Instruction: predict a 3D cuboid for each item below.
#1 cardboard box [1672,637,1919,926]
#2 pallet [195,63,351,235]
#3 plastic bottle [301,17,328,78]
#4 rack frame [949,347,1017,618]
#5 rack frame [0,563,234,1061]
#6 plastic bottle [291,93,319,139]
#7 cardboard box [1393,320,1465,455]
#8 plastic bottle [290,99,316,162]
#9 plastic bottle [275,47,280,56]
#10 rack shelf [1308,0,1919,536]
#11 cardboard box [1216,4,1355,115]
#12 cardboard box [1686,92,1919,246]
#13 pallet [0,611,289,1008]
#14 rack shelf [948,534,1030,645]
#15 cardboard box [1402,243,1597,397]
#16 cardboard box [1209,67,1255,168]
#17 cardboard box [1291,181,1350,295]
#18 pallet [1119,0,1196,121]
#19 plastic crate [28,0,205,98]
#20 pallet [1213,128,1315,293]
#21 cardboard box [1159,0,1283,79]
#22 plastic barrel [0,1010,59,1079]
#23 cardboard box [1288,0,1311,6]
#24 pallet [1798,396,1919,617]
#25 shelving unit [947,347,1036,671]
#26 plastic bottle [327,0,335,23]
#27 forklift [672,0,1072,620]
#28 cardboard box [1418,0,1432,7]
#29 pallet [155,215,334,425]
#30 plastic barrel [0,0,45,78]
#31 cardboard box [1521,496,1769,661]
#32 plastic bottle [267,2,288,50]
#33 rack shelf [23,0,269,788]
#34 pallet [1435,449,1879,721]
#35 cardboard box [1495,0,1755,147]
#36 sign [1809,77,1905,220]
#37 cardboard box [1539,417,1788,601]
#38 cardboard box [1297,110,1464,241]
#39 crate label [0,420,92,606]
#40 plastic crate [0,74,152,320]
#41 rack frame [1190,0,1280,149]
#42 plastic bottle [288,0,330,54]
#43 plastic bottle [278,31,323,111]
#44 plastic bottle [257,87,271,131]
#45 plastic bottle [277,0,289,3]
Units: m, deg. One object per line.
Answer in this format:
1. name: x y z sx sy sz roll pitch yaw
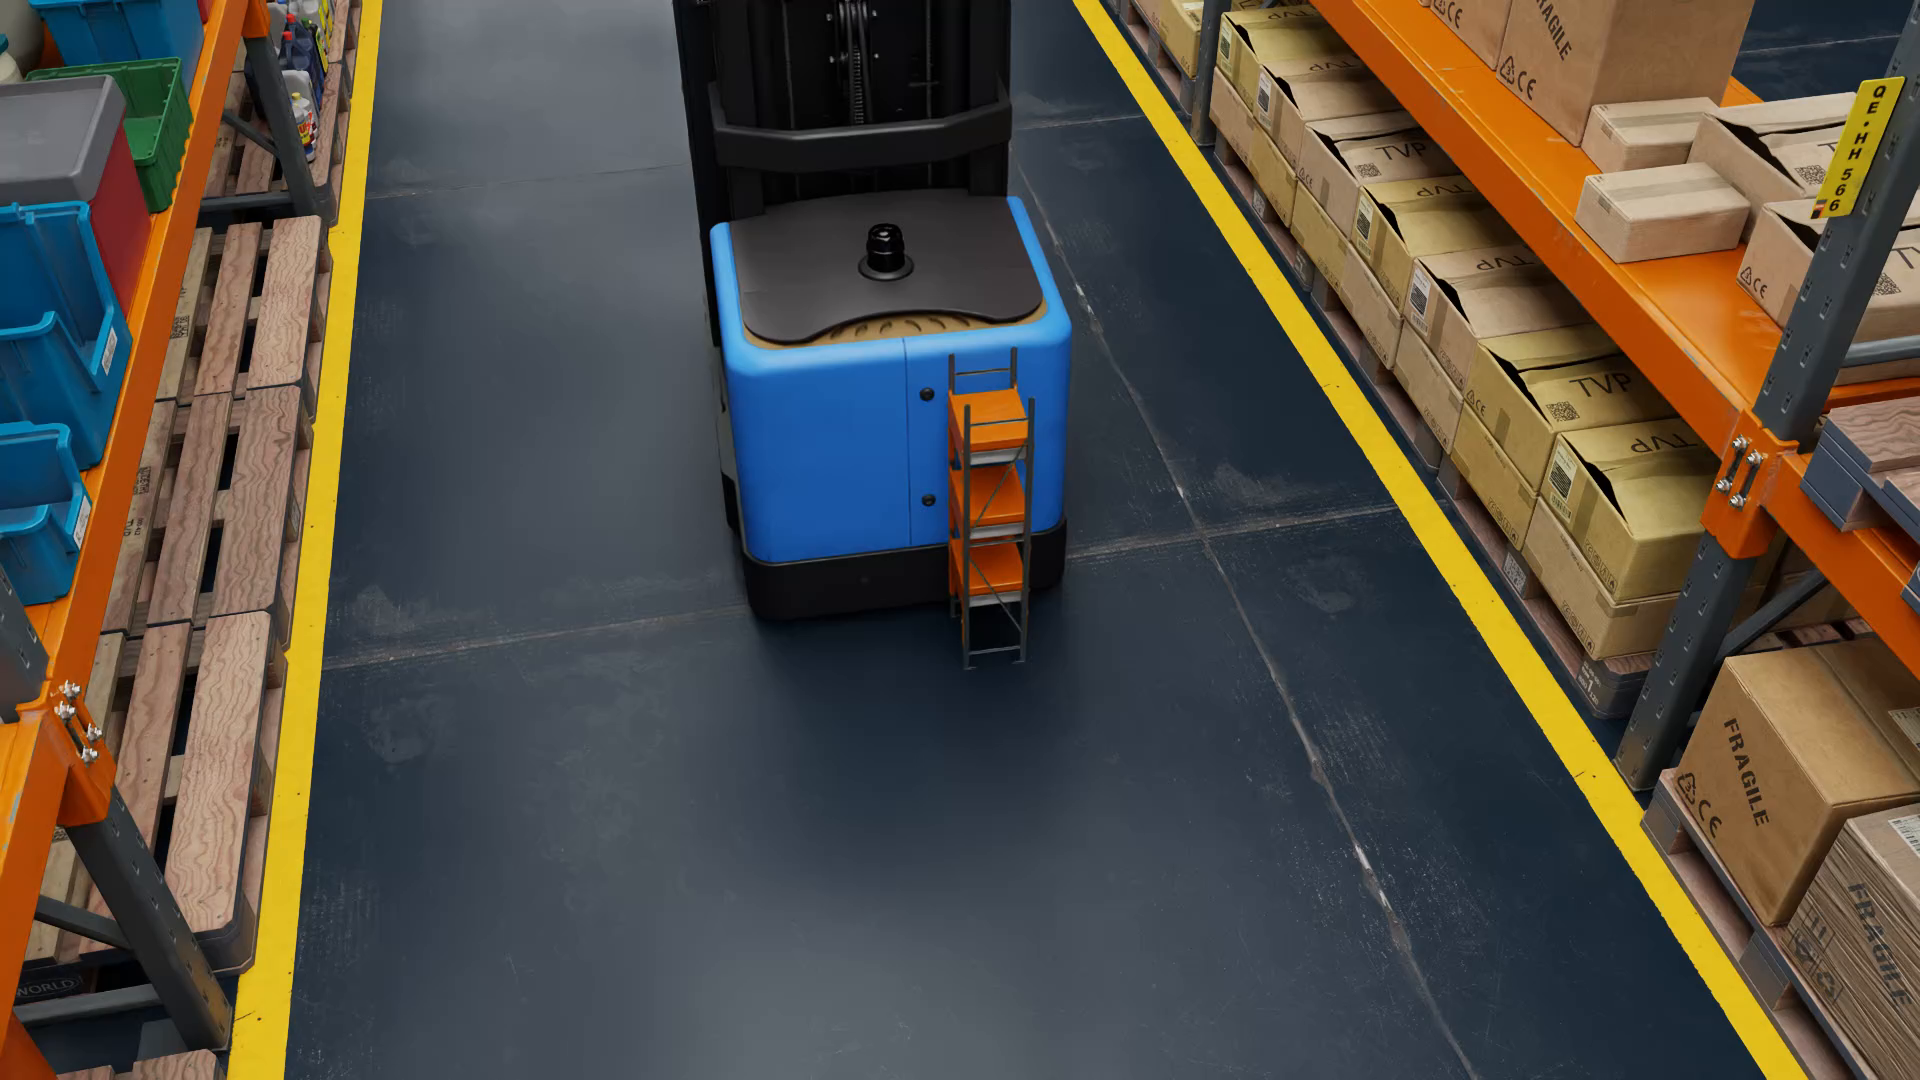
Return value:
1. cardboard box: 2.278 0.623 4.340 0.500 0.500 0.500 -7 42 -7
2. pallet: -3.347 -1.767 7.582 1.003 0.211 1.213 -8 42 -9
3. plastic bottle: -3.047 -2.335 7.836 0.061 0.283 0.133 -7 42 -7
4. rack frame: 0.067 -0.150 5.129 0.200 1.050 0.008 -7 42 -8
5. rack frame: -2.379 0.224 3.238 1.000 3.000 0.127 -8 42 -9
6. plastic bottle: -2.927 -1.888 7.394 0.097 0.201 0.097 0 42 0
7. cardboard box: 1.886 -0.578 5.897 0.500 0.250 0.500 -7 42 -8
8. plastic bottle: -2.883 -1.782 7.222 0.097 0.271 0.097 0 42 0
9. plastic bottle: -3.161 -2.172 7.661 0.097 0.271 0.097 0 42 0
10. rack shelf: 2.027 -1.511 5.734 1.077 0.370 4.000 -8 42 -9
11. cardboard box: 1.441 -2.111 7.201 0.500 0.311 0.500 -8 42 -9
12. cardboard box: 2.454 -1.057 4.749 0.500 0.311 0.500 -9 42 -10
13. pallet: -2.508 0.759 4.736 1.003 0.211 1.213 -8 42 -9
14. rack shelf: 0.088 0.145 5.230 0.215 0.259 0.240 -7 42 -8
15. cardboard box: 1.880 -0.790 5.712 0.500 0.311 0.500 -9 42 -10
16. cardboard box: 1.440 -1.908 7.395 0.500 0.250 0.500 -9 42 -10
17. cardboard box: 1.664 -1.241 6.643 0.500 0.250 0.500 -10 42 -11
18. pallet: 1.464 -2.555 8.469 1.003 0.211 1.213 -8 42 -9
19. plastic crate: -2.701 -1.692 5.409 0.392 0.384 0.575 -8 42 -9
20. pallet: 1.792 -1.561 7.350 1.003 0.211 1.213 -8 42 -9
21. cardboard box: 1.282 -2.474 8.033 0.500 0.250 0.500 -8 42 -9
22. plastic barrel: -2.257 1.193 3.465 0.600 0.830 0.708 -8 42 -9
23. cardboard box: 1.801 -2.831 7.869 0.500 0.500 0.500 -8 42 -9
24. pallet: 2.673 0.018 3.615 1.213 0.211 1.003 -8 42 -9
25. shelving unit: 0.088 -0.071 5.039 0.215 1.050 0.252 -7 42 -8
26. plastic bottle: -3.224 -2.723 8.278 0.152 0.276 0.135 -9 42 -10
27. forklift: -0.420 -1.823 5.596 1.130 2.935 3.031 -7 42 -8
28. cardboard box: 1.859 -2.272 5.974 0.500 0.500 0.500 -6 42 -6
29. pallet: -3.035 -0.822 6.517 1.003 0.211 1.213 -8 42 -9
30. plastic barrel: -3.250 -1.768 5.380 0.433 0.535 0.433 0 42 0
31. cardboard box: 2.107 0.082 5.153 0.500 0.250 0.500 -7 42 -8
32. plastic bottle: -3.283 -2.458 7.980 0.152 0.276 0.135 -8 42 -9
33. rack shelf: -2.811 -0.803 4.937 1.077 0.370 4.000 -8 42 -9
34. pallet: 2.319 0.020 5.568 1.003 0.211 1.213 -8 42 -9
35. cardboard box: 2.080 -1.606 5.224 0.500 0.500 0.500 -10 43 -12
36. sign: 1.917 -0.835 3.558 0.100 0.325 0.005 -8 42 -9
37. cardboard box: 2.105 -0.126 4.965 0.500 0.311 0.500 -7 42 -8
38. cardboard box: 1.657 -1.450 6.457 0.500 0.311 0.500 -10 43 -11
39. crate label: -2.104 -0.040 3.662 0.303 0.233 0.416 -8 42 -9
40. plastic crate: -2.429 -0.891 4.446 0.402 0.464 0.583 -8 42 -9
41. rack frame: 1.595 -3.076 6.956 1.000 3.000 0.127 -8 42 -9
42. plastic bottle: -3.144 -2.523 7.997 0.144 0.351 0.185 -9 42 -10
43. plastic bottle: -3.011 -2.125 7.549 0.144 0.351 0.185 -7 42 -8
44. plastic bottle: -3.083 -1.977 7.432 0.061 0.283 0.133 -8 42 -9
45. plastic bottle: -3.341 -2.665 8.269 0.097 0.201 0.097 0 42 0
